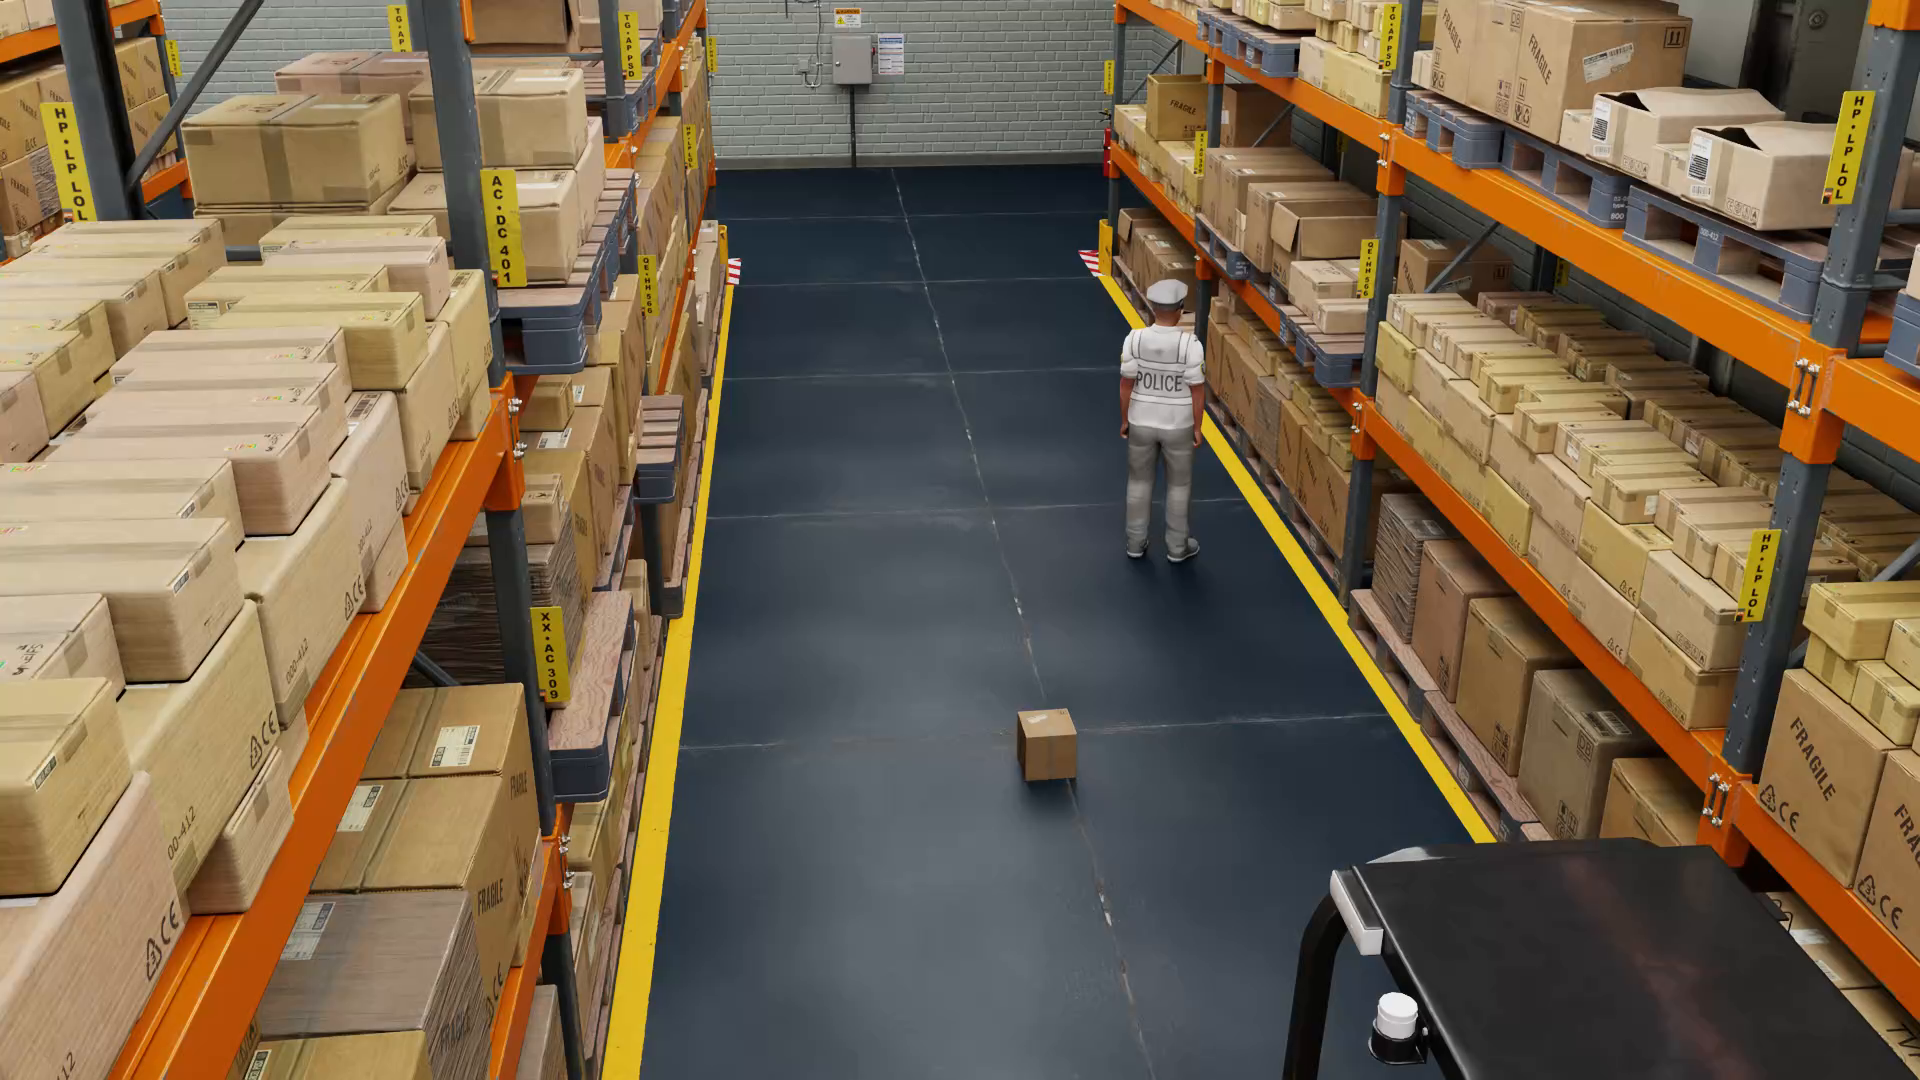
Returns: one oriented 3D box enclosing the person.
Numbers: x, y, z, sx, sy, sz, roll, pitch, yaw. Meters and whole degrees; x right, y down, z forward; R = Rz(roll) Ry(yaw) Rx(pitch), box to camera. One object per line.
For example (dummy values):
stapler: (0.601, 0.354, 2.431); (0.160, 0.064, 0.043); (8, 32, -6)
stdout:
person: (1.246, -0.725, 10.227); (0.527, 1.773, 0.395); (8, 25, 18)
